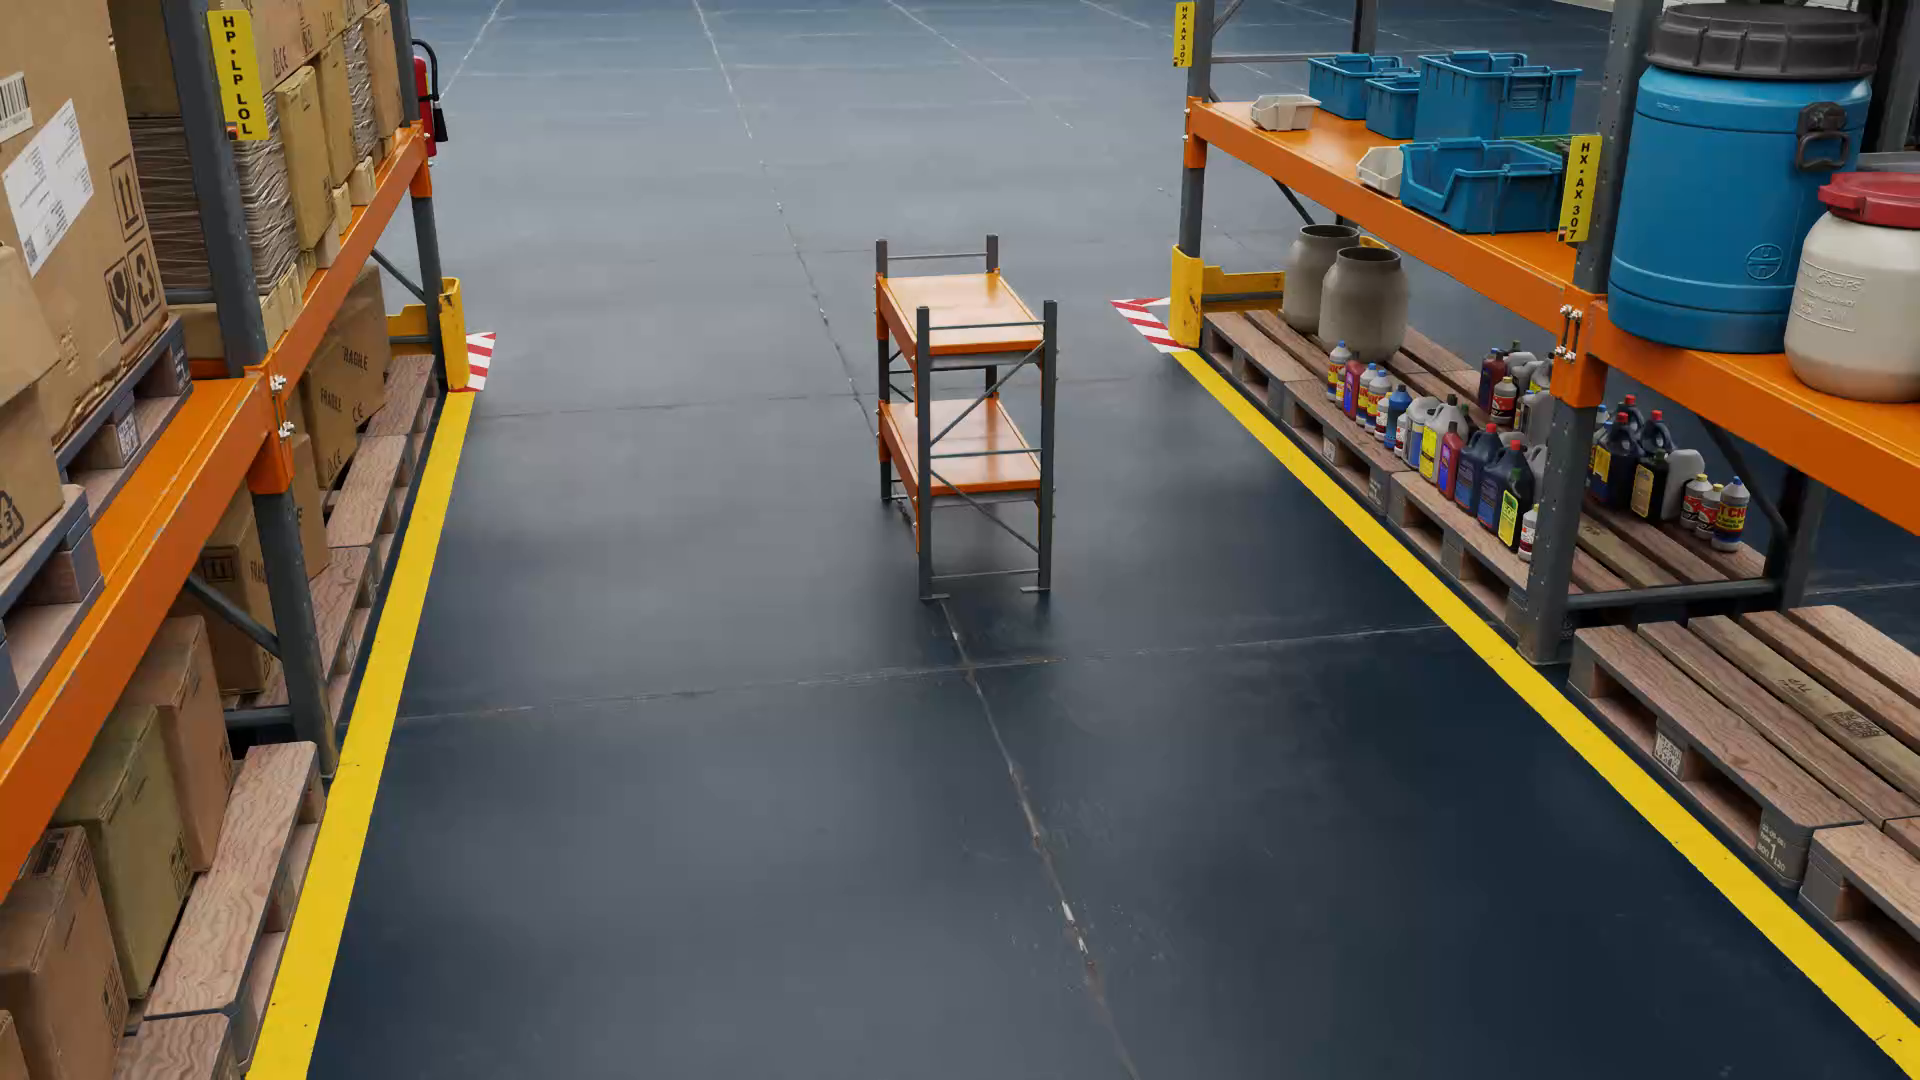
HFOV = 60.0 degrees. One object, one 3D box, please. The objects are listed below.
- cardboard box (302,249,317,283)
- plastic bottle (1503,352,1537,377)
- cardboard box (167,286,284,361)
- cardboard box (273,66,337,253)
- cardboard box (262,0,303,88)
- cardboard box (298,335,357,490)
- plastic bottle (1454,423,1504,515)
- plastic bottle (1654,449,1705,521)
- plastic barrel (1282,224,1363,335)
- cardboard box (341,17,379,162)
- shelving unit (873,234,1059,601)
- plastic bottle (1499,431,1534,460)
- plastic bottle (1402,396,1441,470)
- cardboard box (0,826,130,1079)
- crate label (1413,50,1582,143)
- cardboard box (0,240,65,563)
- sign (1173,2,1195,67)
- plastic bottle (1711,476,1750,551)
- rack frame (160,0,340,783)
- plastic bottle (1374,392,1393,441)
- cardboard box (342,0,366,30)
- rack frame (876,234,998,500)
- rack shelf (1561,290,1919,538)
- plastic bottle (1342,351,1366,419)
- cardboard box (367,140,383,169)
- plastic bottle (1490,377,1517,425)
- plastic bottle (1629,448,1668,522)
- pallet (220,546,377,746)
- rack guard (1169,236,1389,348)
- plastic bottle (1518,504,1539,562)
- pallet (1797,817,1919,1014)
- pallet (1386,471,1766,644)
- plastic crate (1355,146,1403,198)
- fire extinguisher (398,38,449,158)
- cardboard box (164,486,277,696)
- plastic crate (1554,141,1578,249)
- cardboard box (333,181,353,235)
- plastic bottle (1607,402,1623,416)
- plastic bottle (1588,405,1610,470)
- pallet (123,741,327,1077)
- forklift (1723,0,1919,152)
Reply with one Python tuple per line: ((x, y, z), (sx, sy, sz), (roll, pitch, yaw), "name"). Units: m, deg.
((-2.317, -0.911, 5.402), (0.380, 0.149, 0.250), (-4, 24, -10), "cardboard box")
((2.507, -0.728, 7.523), (0.152, 0.276, 0.135), (-4, 24, -9), "plastic bottle")
((-2.155, -0.618, 4.731), (0.380, 0.149, 0.250), (-4, 24, -10), "cardboard box")
((-2.491, -1.189, 5.228), (0.875, 0.500, 0.500), (-4, 24, -10), "cardboard box")
((-2.338, -1.659, 5.055), (0.500, 0.500, 0.500), (-4, 24, -10), "cardboard box")
((-2.810, -0.519, 6.790), (0.500, 0.500, 0.500), (-2, 24, -5), "cardboard box")
((2.019, -0.288, 6.421), (0.144, 0.351, 0.185), (-6, 24, -12), "plastic bottle")
((2.742, -0.229, 6.380), (0.152, 0.276, 0.135), (-3, 24, -8), "plastic bottle")
((1.914, -1.365, 8.712), (0.421, 0.512, 0.421), (0, 24, 0), "plastic barrel")
((-2.815, -1.776, 6.571), (0.875, 0.500, 0.500), (-4, 24, -10), "cardboard box")
((0.001, -0.513, 6.519), (0.538, 1.125, 1.048), (-4, 24, -10), "shelving unit")
((2.160, -0.274, 6.484), (0.152, 0.276, 0.135), (-4, 24, -10), "plastic bottle")
((1.933, -0.445, 6.874), (0.152, 0.276, 0.135), (-4, 24, -9), "plastic bottle")
((-2.145, 0.970, 3.355), (0.700, 0.500, 0.500), (-6, 24, -14), "cardboard box")
((2.323, -1.878, 7.259), (0.502, 0.435, 0.616), (-4, 24, -10), "crate label")
((-2.000, -0.191, 2.786), (0.797, 0.503, 0.637), (-2, 24, -4), "cardboard box")
((1.176, -2.654, 8.733), (0.100, 0.325, 0.005), (-4, 24, -10), "sign")
((2.829, -0.102, 6.094), (0.097, 0.271, 0.097), (0, 24, 0), "plastic bottle")
((-2.411, -0.626, 4.436), (1.000, 3.000, 0.127), (-4, 24, -10), "rack frame")
((1.846, -0.536, 7.176), (0.097, 0.201, 0.097), (0, 24, 0), "plastic bottle")
((-2.618, -2.249, 6.405), (0.500, 0.500, 0.500), (-4, 24, -10), "cardboard box")
((-0.093, -0.713, 6.977), (0.500, 1.125, 0.032), (-4, 24, -10), "rack frame")
((2.826, 0.124, 3.618), (1.077, 0.370, 4.000), (-4, 24, -10), "rack shelf")
((1.770, -0.696, 7.441), (0.061, 0.283, 0.133), (-4, 24, -9), "plastic bottle")
((-2.721, -1.695, 7.197), (0.380, 0.149, 0.250), (-4, 24, -10), "cardboard box")
((2.414, -0.623, 7.375), (0.097, 0.201, 0.097), (0, 24, 0), "plastic bottle")
((2.637, -0.224, 6.360), (0.061, 0.283, 0.133), (-4, 24, -10), "plastic bottle")
((-2.570, 0.390, 5.593), (1.003, 0.211, 1.213), (-4, 24, -10), "pallet")
((1.777, -1.394, 9.317), (1.175, 0.500, 0.348), (-4, 24, -10), "rack guard")
((2.083, -0.032, 6.021), (0.097, 0.201, 0.097), (0, 24, 0), "plastic bottle")
((2.869, 1.072, 4.032), (1.003, 0.211, 1.213), (-4, 24, -10), "pallet")
((2.373, 0.018, 6.445), (1.003, 0.211, 1.213), (-4, 24, -10), "pallet")
((1.907, -1.492, 6.747), (0.530, 0.136, 0.437), (-4, 24, -10), "plastic crate")
((-2.719, -2.243, 8.235), (0.296, 0.674, 0.183), (-4, 24, -10), "fire extinguisher")
((-2.446, 0.167, 5.219), (0.500, 0.500, 0.500), (-5, 24, -11), "cardboard box")
((2.485, -1.180, 5.781), (0.767, 0.338, 0.504), (-4, 24, -10), "plastic crate")
((-2.446, -1.207, 6.079), (0.380, 0.149, 0.250), (-4, 24, -10), "cardboard box")
((2.691, -0.440, 6.854), (0.061, 0.283, 0.133), (-3, 24, -7), "plastic bottle")
((2.616, -0.422, 6.827), (0.097, 0.271, 0.097), (0, 24, 0), "plastic bottle")
((-2.265, 0.958, 4.293), (1.003, 0.211, 1.213), (-4, 24, -10), "pallet")
((4.348, -2.109, 7.918), (1.130, 2.935, 3.031), (-4, 24, -8), "forklift")
